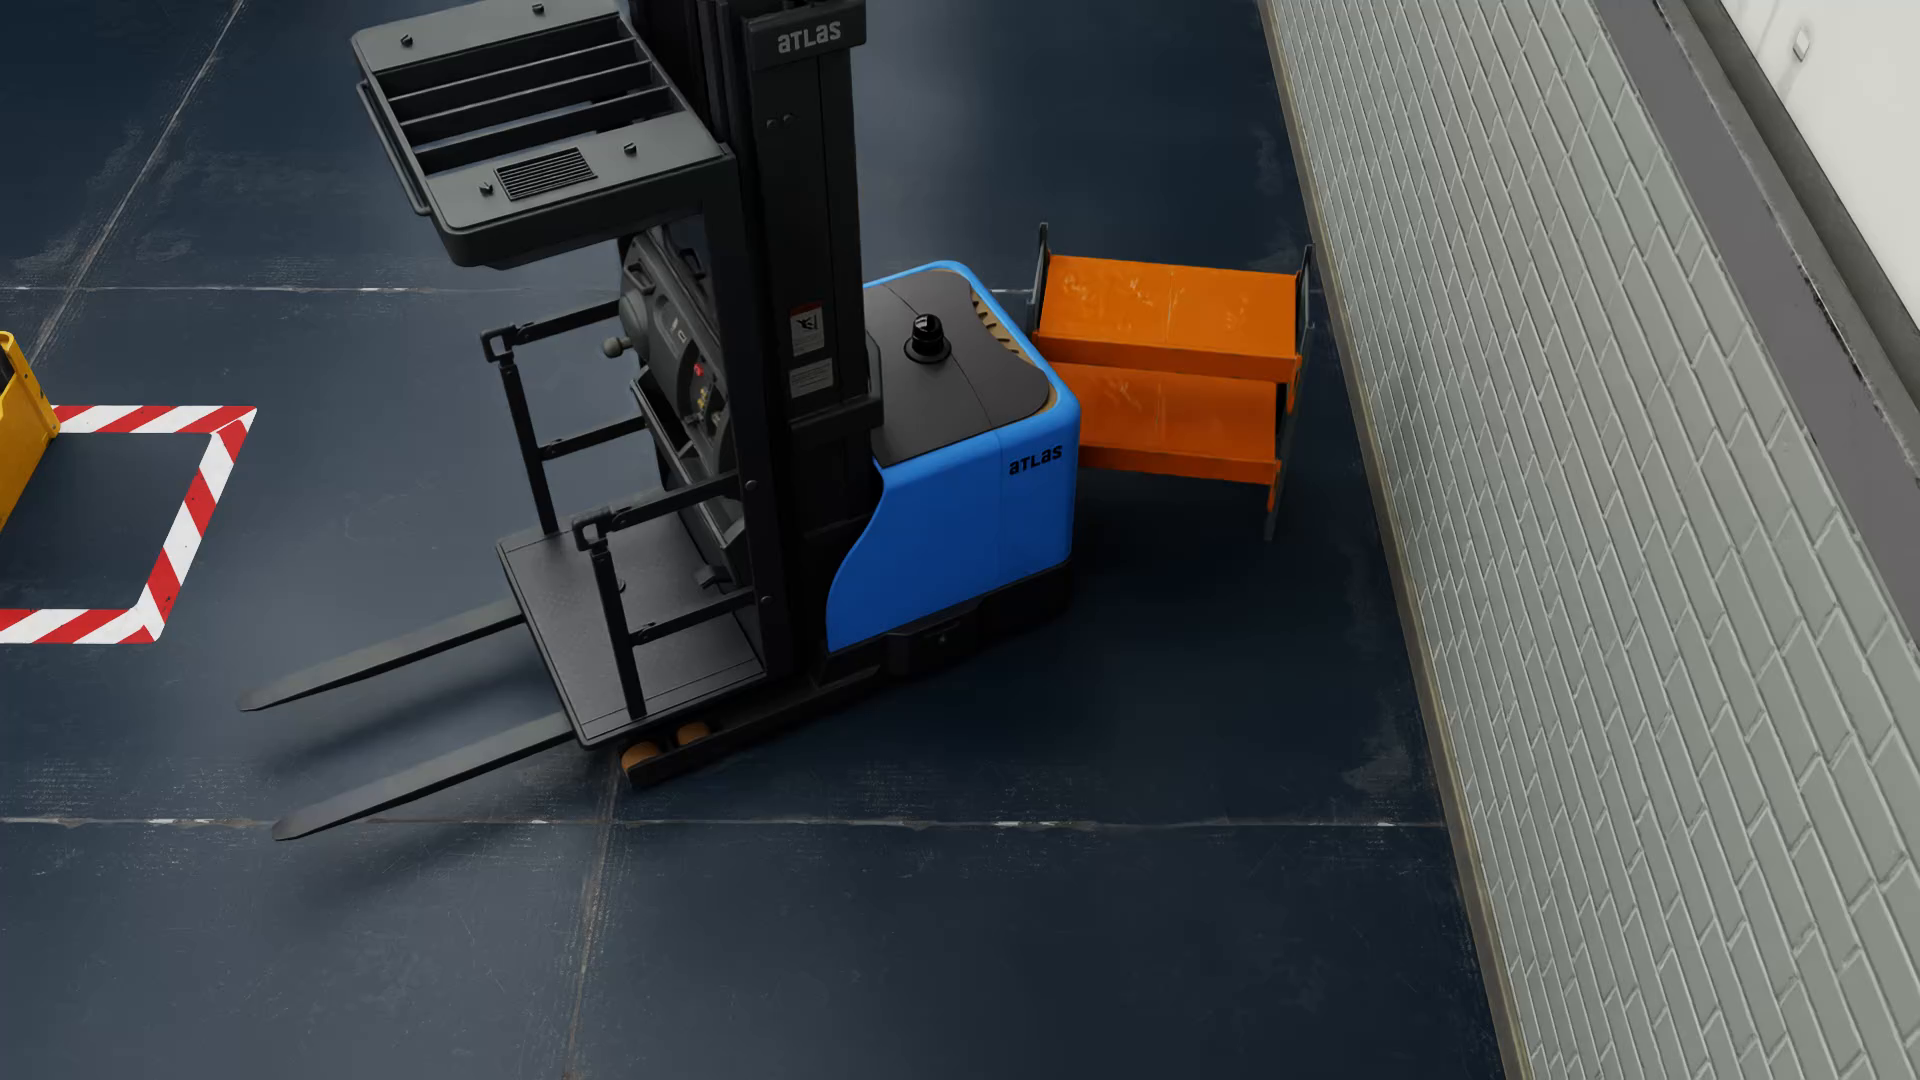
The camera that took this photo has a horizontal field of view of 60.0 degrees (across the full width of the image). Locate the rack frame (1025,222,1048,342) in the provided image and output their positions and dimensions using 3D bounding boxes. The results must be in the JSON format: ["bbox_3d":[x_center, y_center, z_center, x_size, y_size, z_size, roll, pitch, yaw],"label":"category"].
[{"bbox_3d":[0.293,-0.664,6.681,0.032,1.125,0.500,6,47,5],"label":"rack frame"}]

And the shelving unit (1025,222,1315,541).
[{"bbox_3d":[0.797,-0.614,6.634,1.048,1.125,0.538,6,47,5],"label":"shelving unit"}]

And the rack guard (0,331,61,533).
[{"bbox_3d":[-4.115,-0.276,6.746,0.348,0.500,1.175,0,47,0],"label":"rack guard"}]

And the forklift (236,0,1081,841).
[{"bbox_3d":[-1.108,-0.558,5.348,3.031,2.935,1.130,-21,50,-18],"label":"forklift"}]

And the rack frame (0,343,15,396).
[{"bbox_3d":[-4.039,-1.127,5.831,0.127,3.000,1.000,0,47,0],"label":"rack frame"}]

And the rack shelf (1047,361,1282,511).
[{"bbox_3d":[0.797,-0.447,6.813,1.000,0.278,0.538,6,47,5],"label":"rack shelf"}]

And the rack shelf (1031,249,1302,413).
[{"bbox_3d":[0.797,-0.813,6.419,1.000,0.278,0.538,6,47,5],"label":"rack shelf"}]

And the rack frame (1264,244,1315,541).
[{"bbox_3d":[1.301,-0.563,6.586,0.032,1.125,0.500,6,47,5],"label":"rack frame"}]
